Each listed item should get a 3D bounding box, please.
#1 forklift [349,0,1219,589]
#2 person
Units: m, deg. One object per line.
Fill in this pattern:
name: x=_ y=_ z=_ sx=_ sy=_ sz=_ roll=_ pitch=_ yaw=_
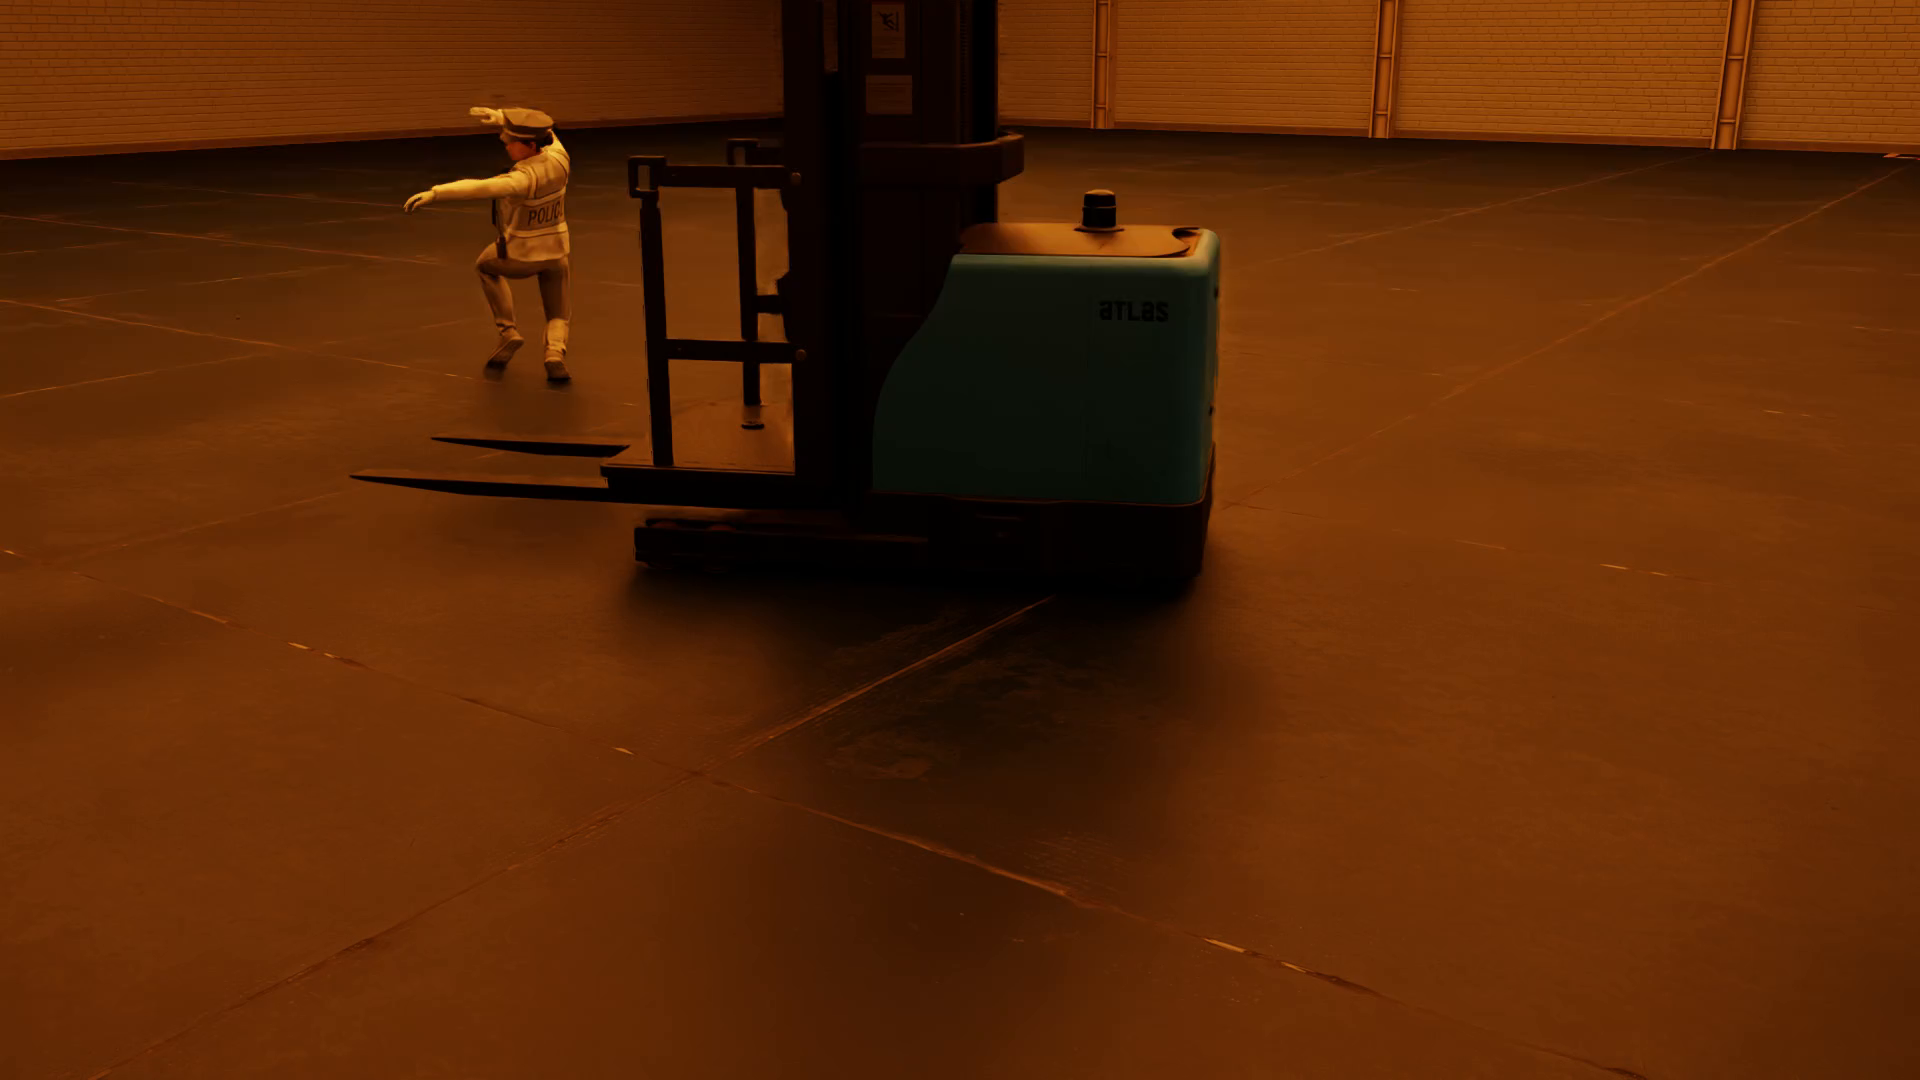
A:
forklift: x=-0.636 y=-1.435 z=5.630 sx=3.031 sy=2.935 sz=1.130 roll=3 pitch=17 yaw=10
person: x=-2.510 y=-1.522 z=8.653 sx=0.966 sy=1.413 sz=0.857 roll=-13 pitch=21 yaw=-36
